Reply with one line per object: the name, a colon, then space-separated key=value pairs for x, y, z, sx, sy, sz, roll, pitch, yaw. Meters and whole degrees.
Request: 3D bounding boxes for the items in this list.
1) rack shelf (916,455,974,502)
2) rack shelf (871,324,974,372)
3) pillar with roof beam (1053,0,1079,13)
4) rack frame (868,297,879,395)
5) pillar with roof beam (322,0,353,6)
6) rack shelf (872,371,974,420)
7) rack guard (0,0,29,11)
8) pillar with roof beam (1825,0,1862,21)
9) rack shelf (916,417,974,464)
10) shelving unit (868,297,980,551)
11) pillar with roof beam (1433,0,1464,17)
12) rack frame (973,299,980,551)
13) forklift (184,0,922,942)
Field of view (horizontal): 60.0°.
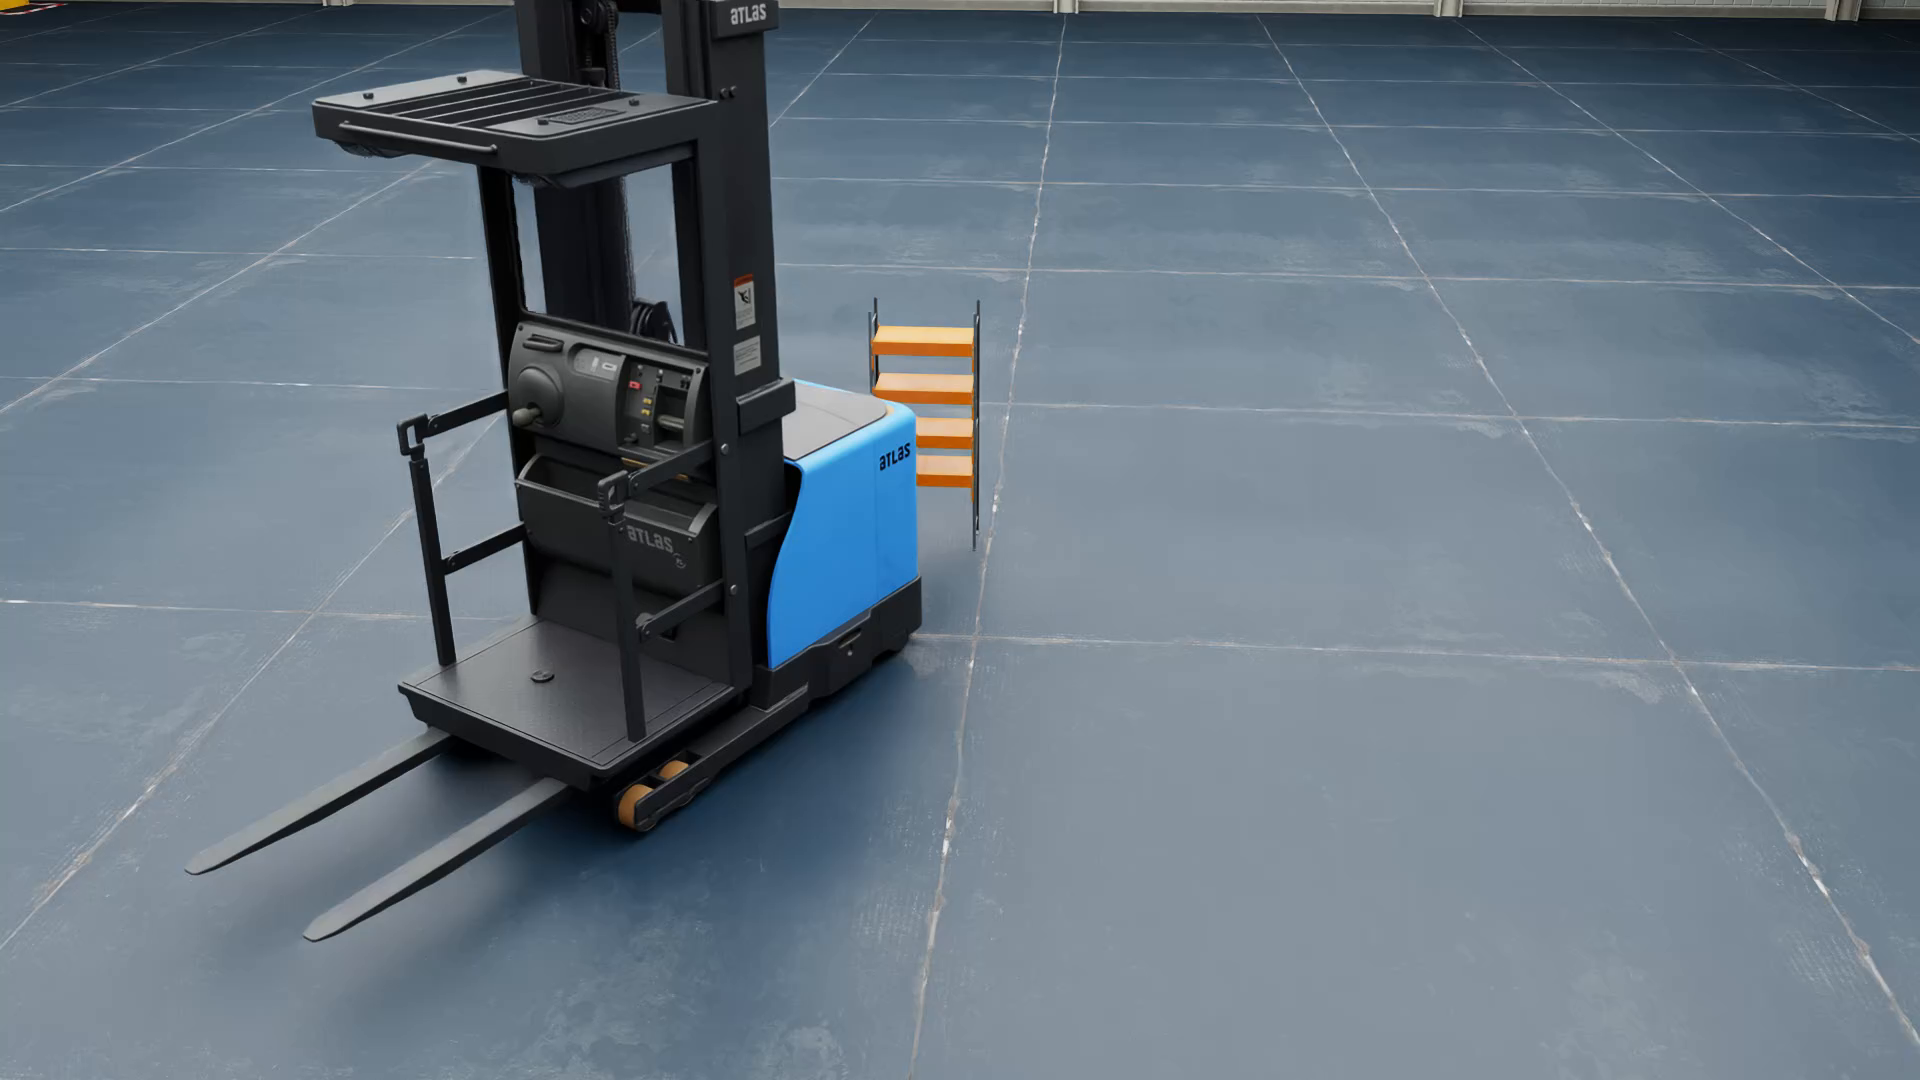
rack shelf: x=-0.165 y=-0.309 z=8.122 sx=0.480 sy=0.148 sz=0.258 roll=2 pitch=25 yaw=4
rack shelf: x=-0.165 y=-0.907 z=7.846 sx=0.480 sy=0.148 sz=0.258 roll=2 pitch=25 yaw=4
pillar with roof beam: x=1.371 y=-10.753 z=20.853 sx=0.400 sy=9.000 sz=9.100 roll=2 pitch=25 yaw=4
rack frame: x=-0.408 y=-0.558 z=8.028 sx=0.015 sy=1.200 sz=0.240 roll=2 pitch=25 yaw=4
pillar with roof beam: x=-10.594 y=-11.137 z=21.687 sx=0.400 sy=9.000 sz=9.100 roll=2 pitch=25 yaw=4
rack shelf: x=-0.165 y=-0.692 z=7.945 sx=0.480 sy=0.148 sz=0.258 roll=2 pitch=25 yaw=4
rack guard: x=-15.597 y=-8.863 z=26.914 sx=0.348 sy=0.500 sz=1.175 roll=2 pitch=25 yaw=4
pillar with roof beam: x=13.336 y=-10.369 z=20.018 sx=0.400 sy=9.000 sz=9.100 roll=2 pitch=25 yaw=4
rack shelf: x=-0.165 y=-0.489 z=8.039 sx=0.480 sy=0.148 sz=0.258 roll=2 pitch=25 yaw=4
shelving unit: x=-0.165 y=-0.550 z=8.011 sx=0.503 sy=1.200 sz=0.258 roll=2 pitch=25 yaw=4
pillar with roof beam: x=7.353 y=-10.561 z=20.436 sx=0.400 sy=9.000 sz=9.100 roll=2 pitch=25 yaw=4
rack frame: x=0.078 y=-0.543 z=7.994 sx=0.015 sy=1.200 sz=0.240 roll=2 pitch=25 yaw=4
forklift: x=-1.403 y=-0.510 z=5.853 sx=1.130 sy=2.935 sz=3.031 roll=16 pitch=29 yaw=30
